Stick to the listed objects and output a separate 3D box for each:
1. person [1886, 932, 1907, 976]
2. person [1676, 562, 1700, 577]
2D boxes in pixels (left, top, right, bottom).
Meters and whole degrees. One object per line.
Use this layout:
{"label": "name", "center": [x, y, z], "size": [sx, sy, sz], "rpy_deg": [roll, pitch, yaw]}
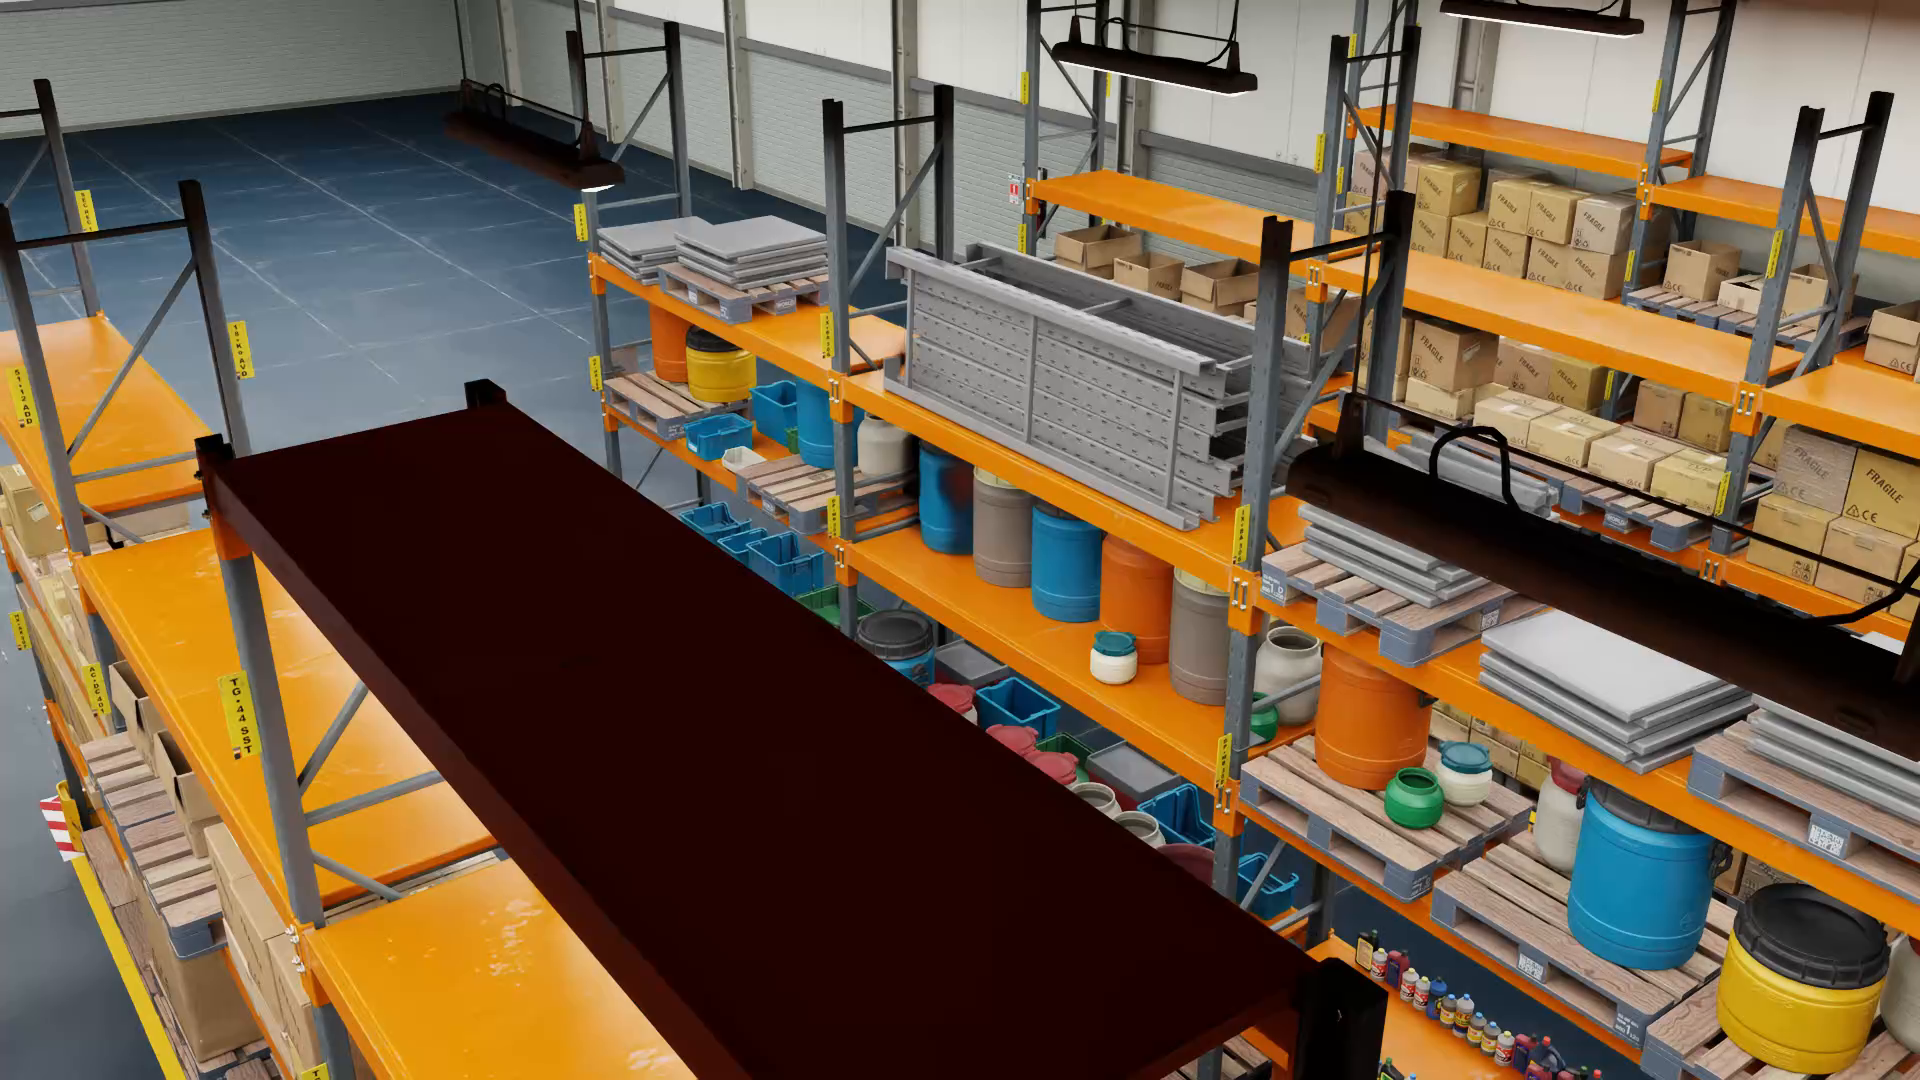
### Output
{"label": "person", "center": [5.895, 2.896, 10.584], "size": [0.652, 1.719, 1.092], "rpy_deg": [-20, 32, -37]}
{"label": "person", "center": [7.420, 0.192, 16.588], "size": [0.509, 1.731, 0.375], "rpy_deg": [20, 32, 37]}
